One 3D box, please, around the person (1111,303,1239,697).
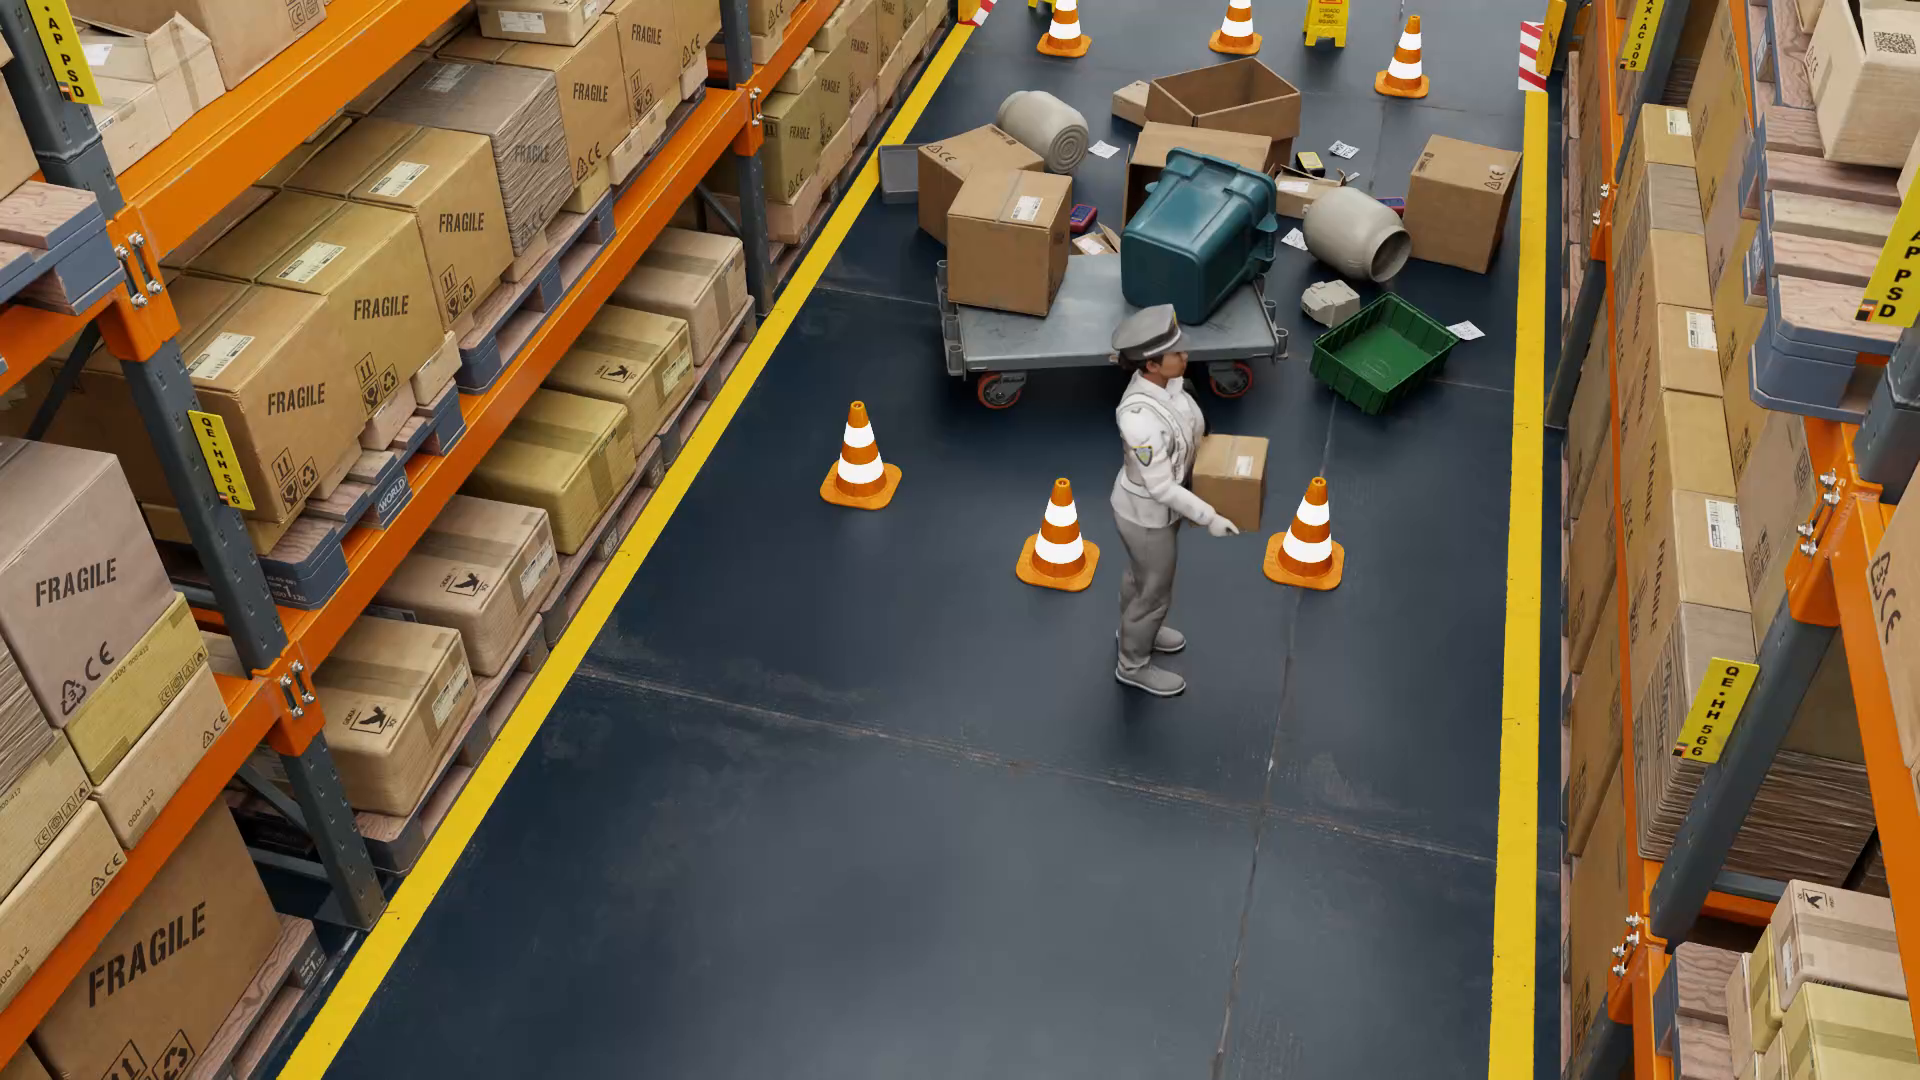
[{"bbox_3d":[0.799,-0.126,6.276,0.554,1.695,0.467,12,43,13],"label":"person"}]
